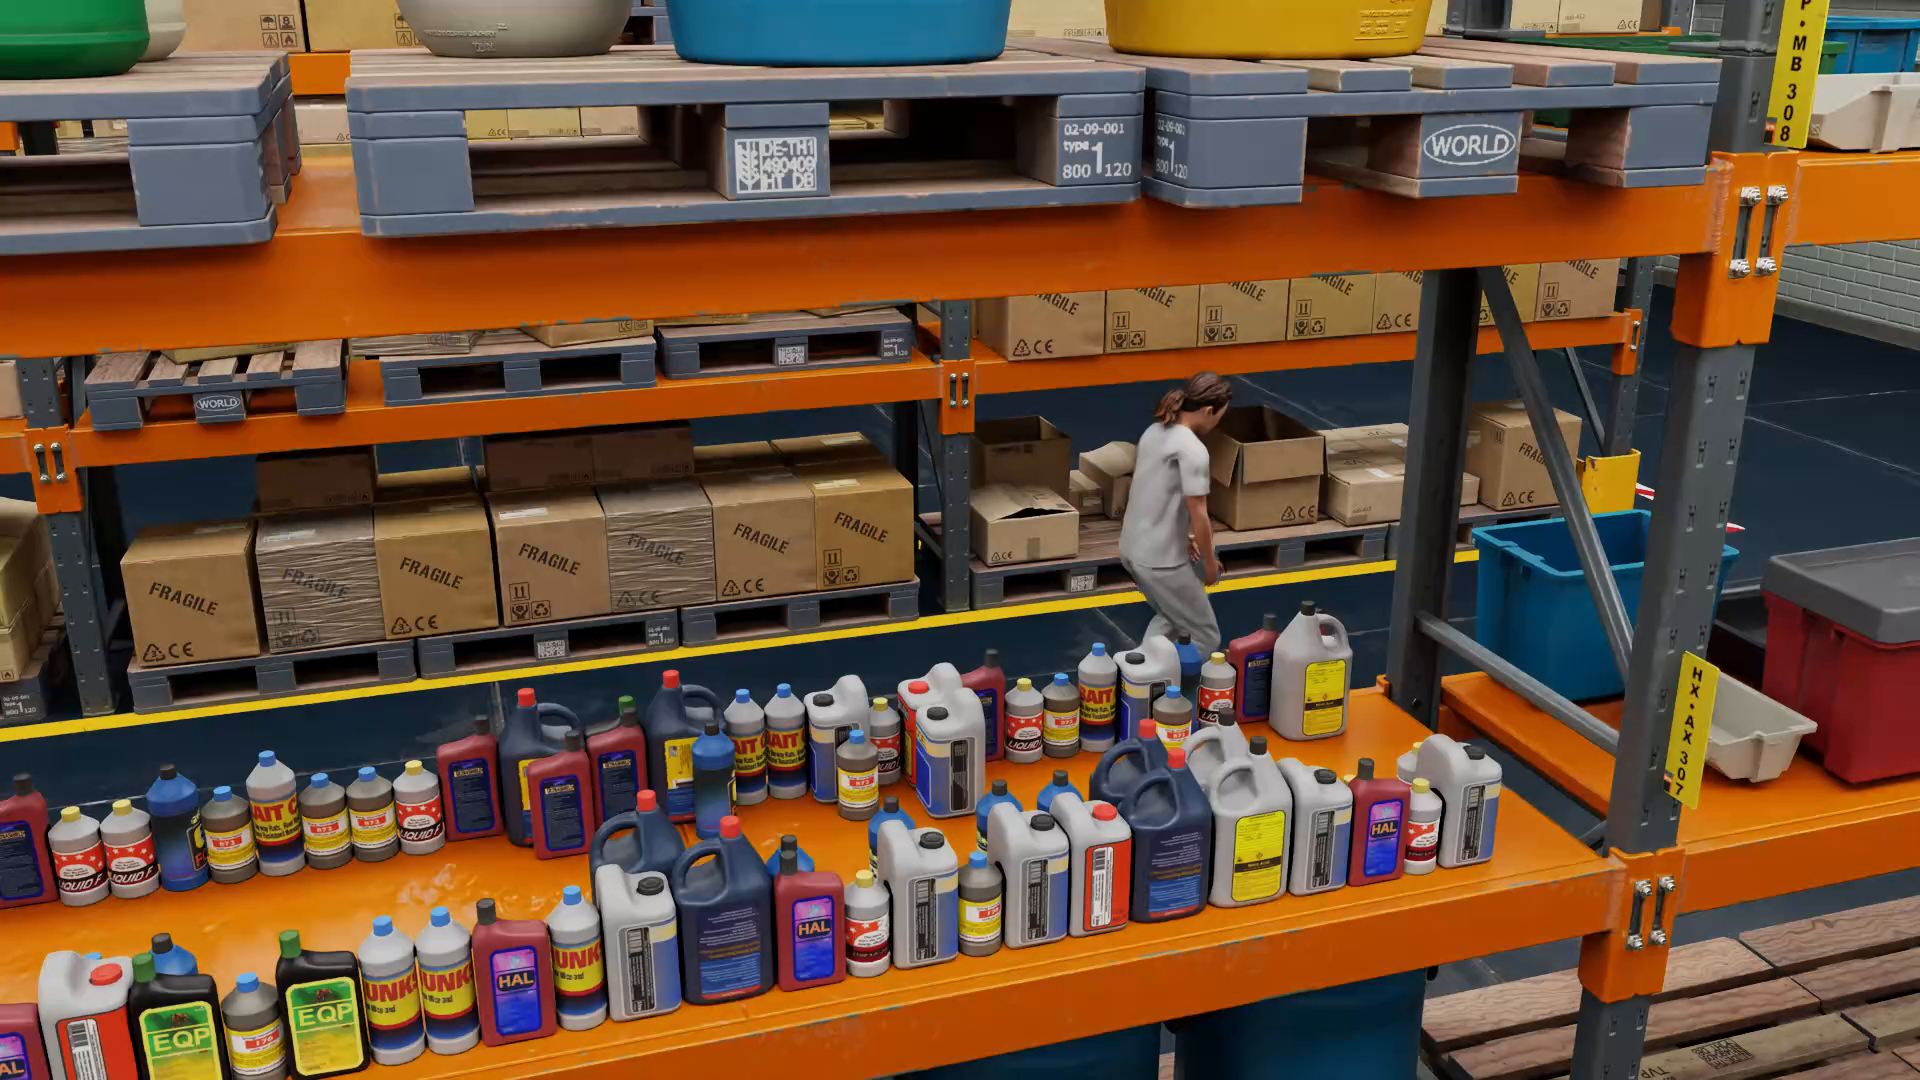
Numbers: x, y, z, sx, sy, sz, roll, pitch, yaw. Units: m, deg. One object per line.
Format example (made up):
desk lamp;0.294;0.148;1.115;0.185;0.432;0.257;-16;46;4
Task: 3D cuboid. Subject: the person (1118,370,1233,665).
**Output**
person;0.905;0.057;7.075;0.467;1.573;0.475;-6;20;-16
